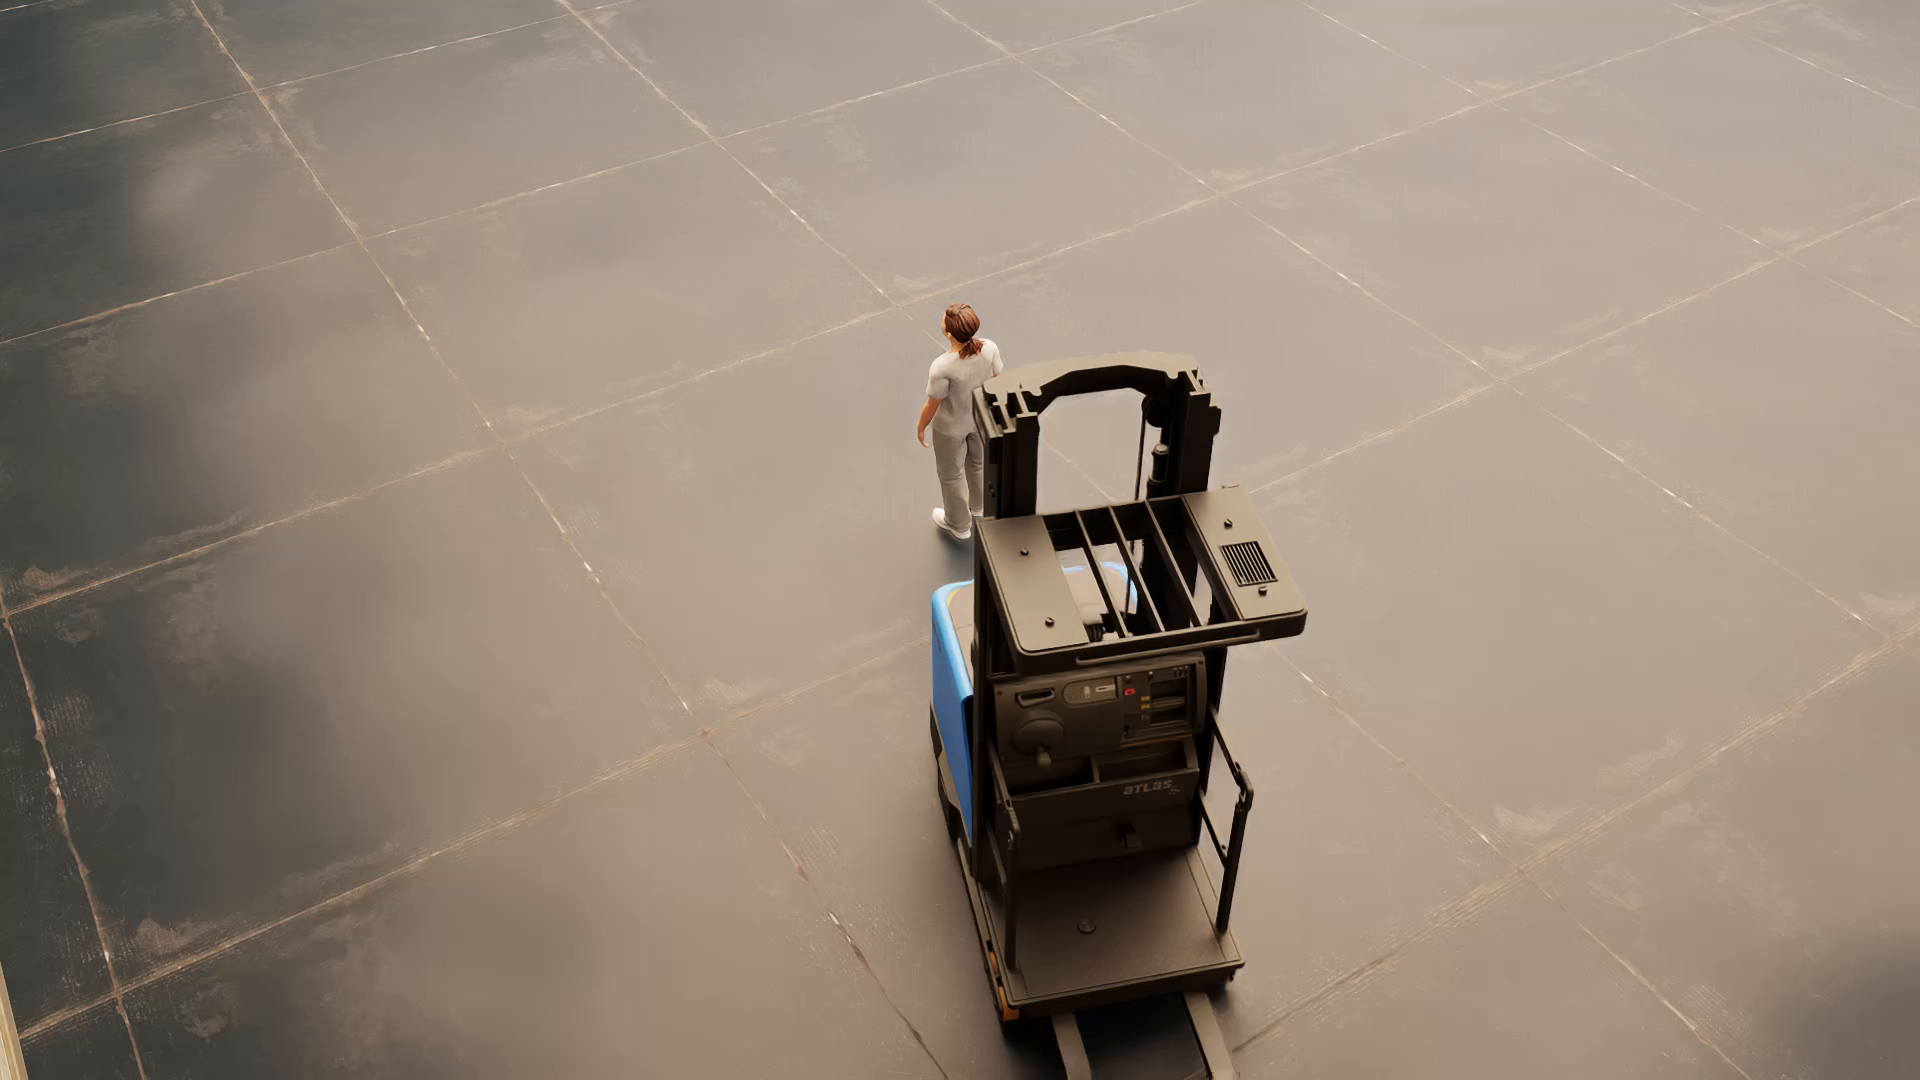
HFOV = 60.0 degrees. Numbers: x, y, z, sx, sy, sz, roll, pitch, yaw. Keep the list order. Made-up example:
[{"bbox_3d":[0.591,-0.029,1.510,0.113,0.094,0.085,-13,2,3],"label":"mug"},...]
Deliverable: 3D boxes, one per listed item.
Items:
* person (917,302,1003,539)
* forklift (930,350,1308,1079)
[{"bbox_3d":[-0.028,-0.712,9.568,0.550,1.675,0.549,-23,46,-24],"label":"person"},{"bbox_3d":[0.648,0.814,6.940,1.130,2.935,3.031,-8,42,-9],"label":"forklift"}]
